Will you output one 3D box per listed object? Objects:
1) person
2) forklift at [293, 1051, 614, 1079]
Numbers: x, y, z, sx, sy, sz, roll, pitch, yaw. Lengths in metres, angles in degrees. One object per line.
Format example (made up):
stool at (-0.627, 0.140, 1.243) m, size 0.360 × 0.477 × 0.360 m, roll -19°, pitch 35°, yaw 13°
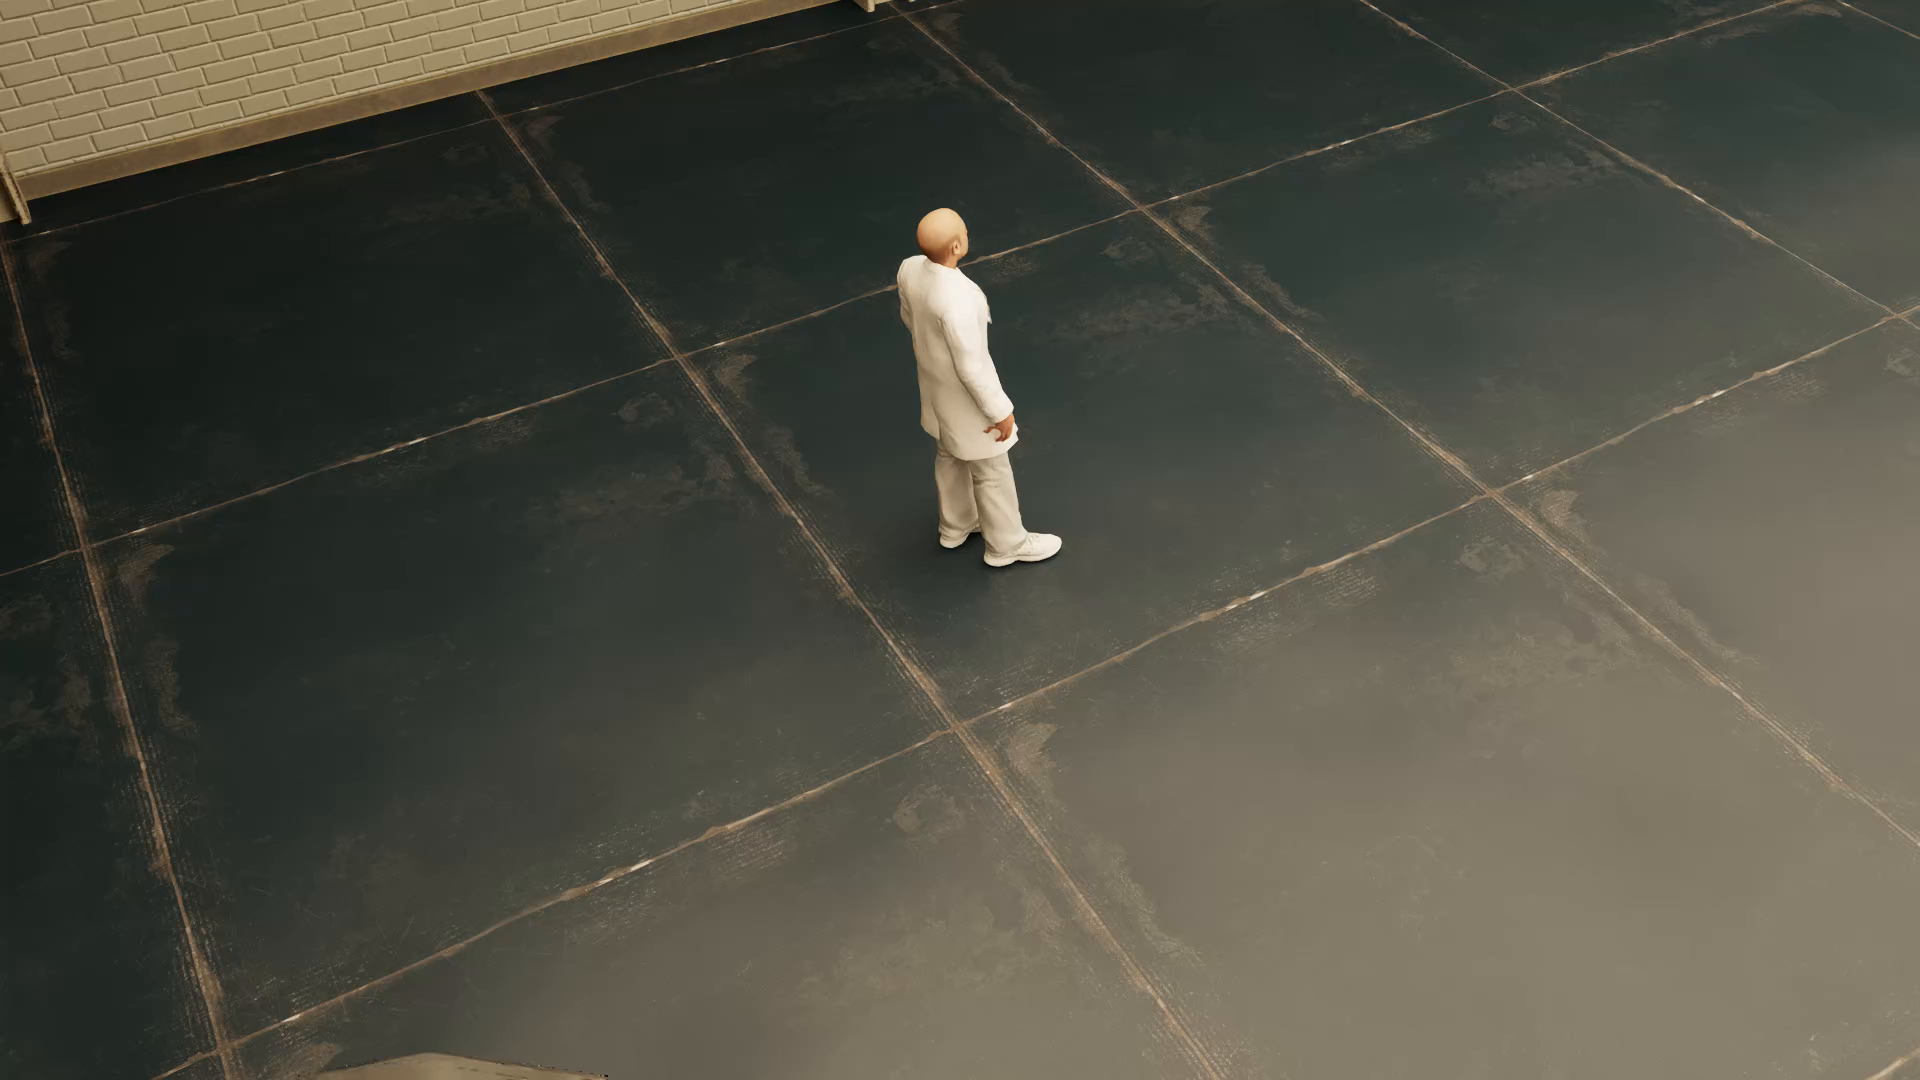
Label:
person at (0.081, -0.686, 7.275) m, size 0.578 × 1.778 × 0.698 m, roll -21°, pitch 47°, yaw -21°
forklift at (-0.806, 2.415, 3.094) m, size 1.130 × 2.935 × 3.031 m, roll 6°, pitch 43°, yaw 7°
